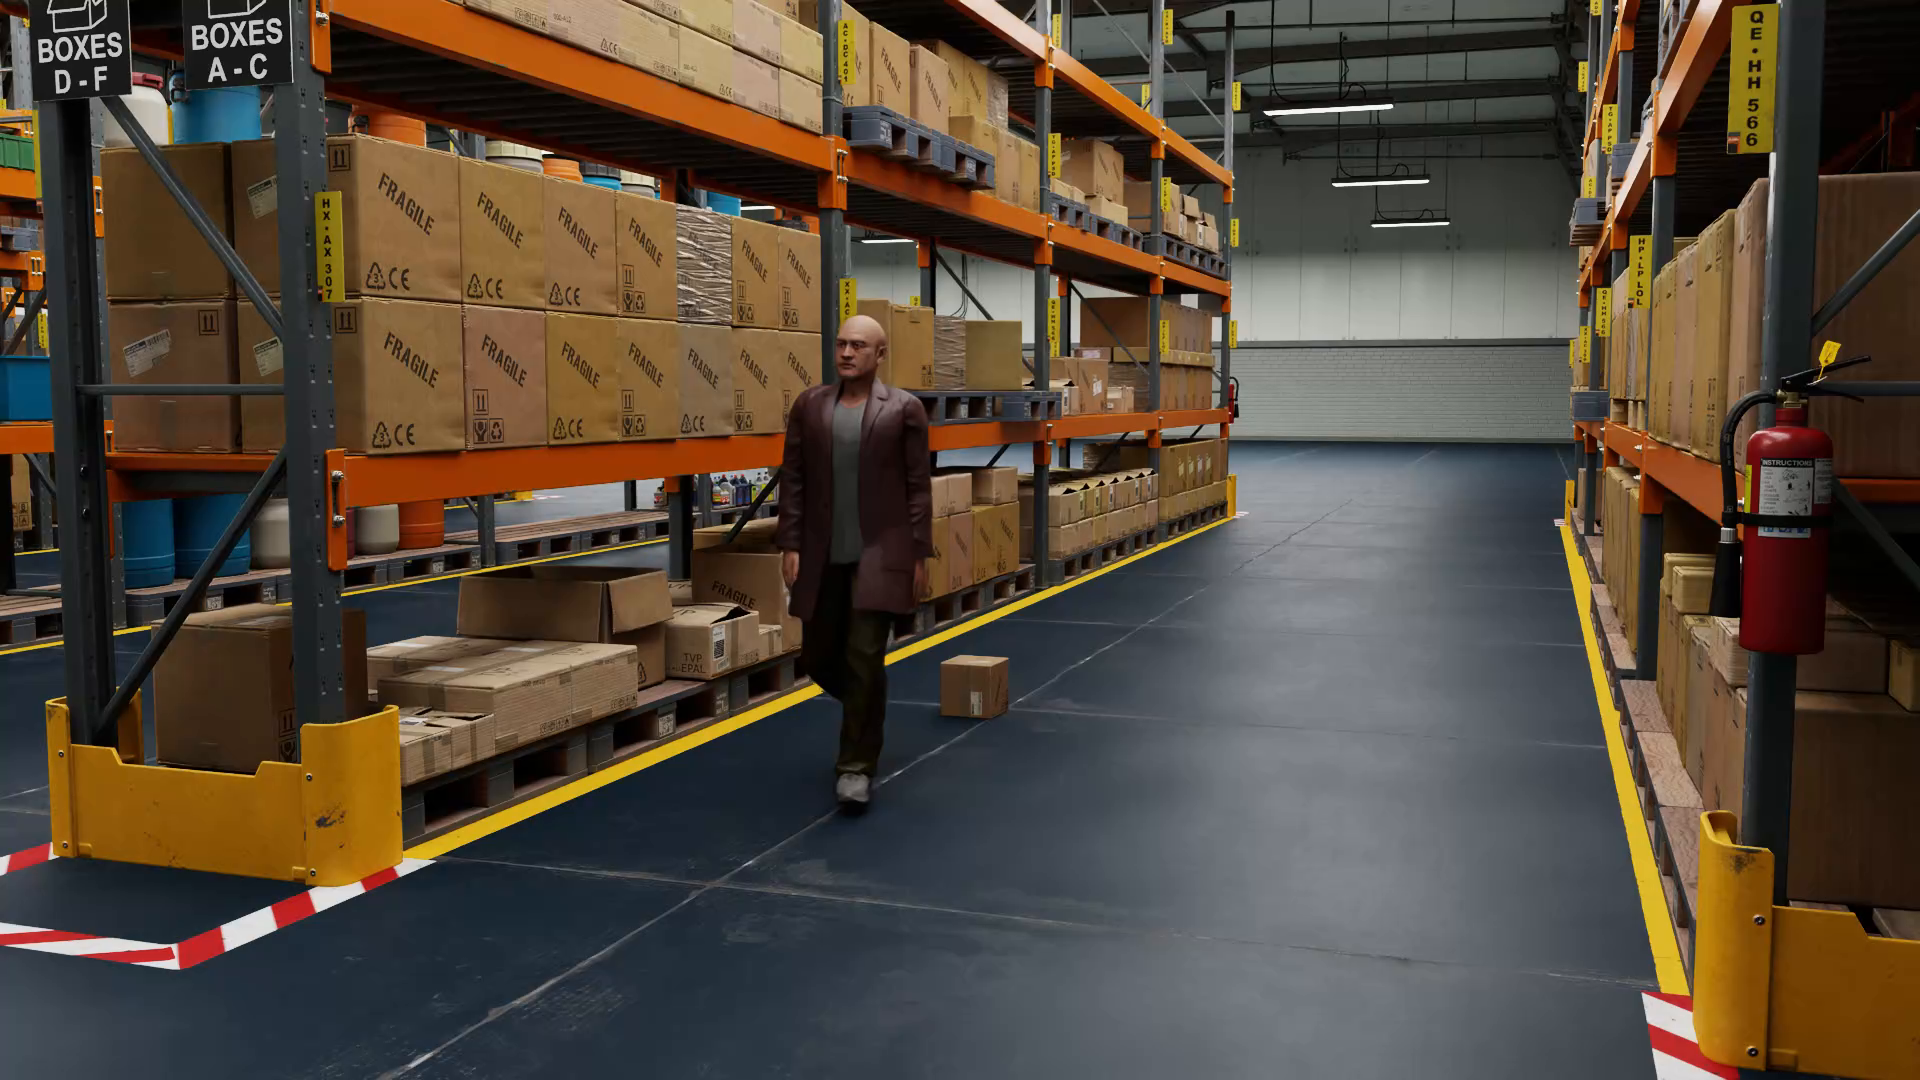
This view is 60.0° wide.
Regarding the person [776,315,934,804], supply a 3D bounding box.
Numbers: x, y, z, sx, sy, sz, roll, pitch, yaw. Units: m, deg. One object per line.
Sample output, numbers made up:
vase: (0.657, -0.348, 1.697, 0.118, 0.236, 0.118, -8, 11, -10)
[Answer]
person: (-0.381, 0.048, 6.218, 0.597, 1.754, 0.866, 1, 5, 14)
